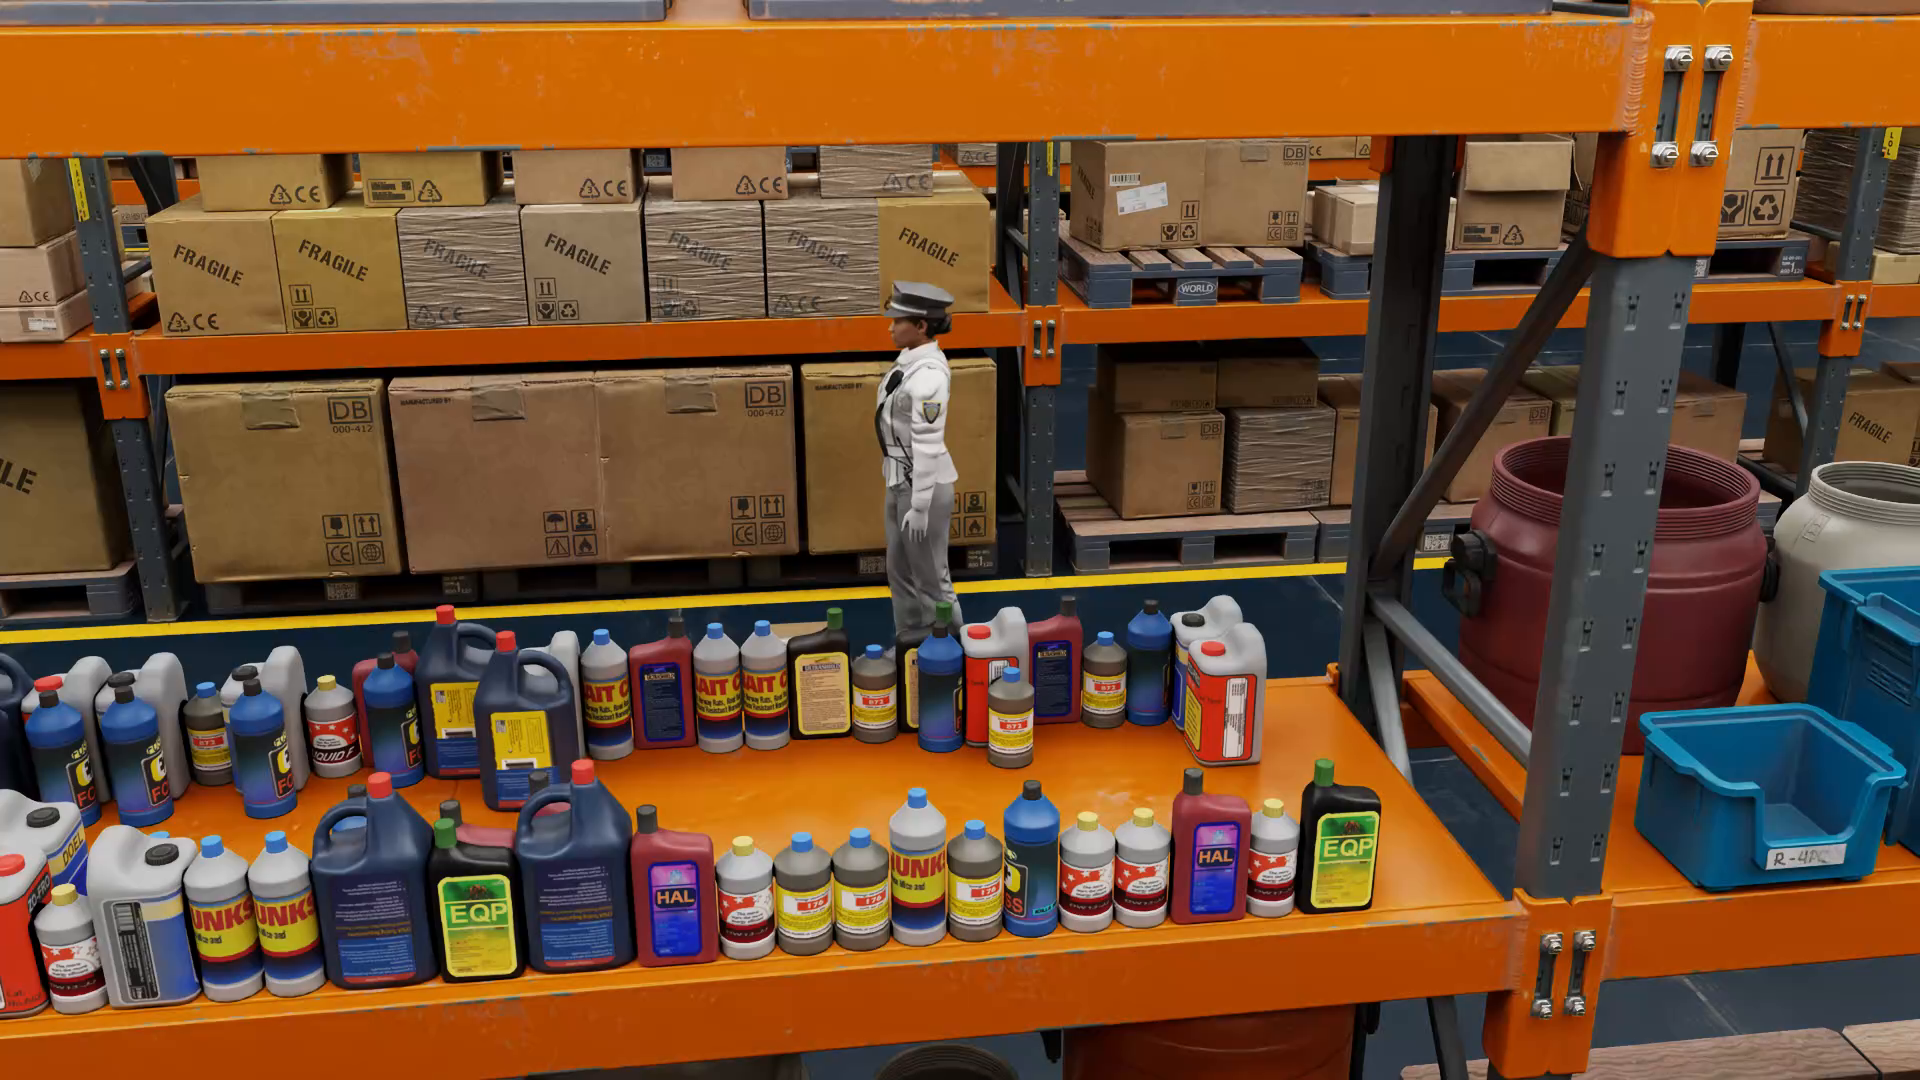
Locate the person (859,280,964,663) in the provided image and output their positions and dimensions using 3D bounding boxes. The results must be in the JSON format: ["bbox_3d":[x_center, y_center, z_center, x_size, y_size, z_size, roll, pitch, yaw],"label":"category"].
[{"bbox_3d":[-0.198,-0.195,6.573,0.432,1.679,0.478,-3,20,-7],"label":"person"}]
